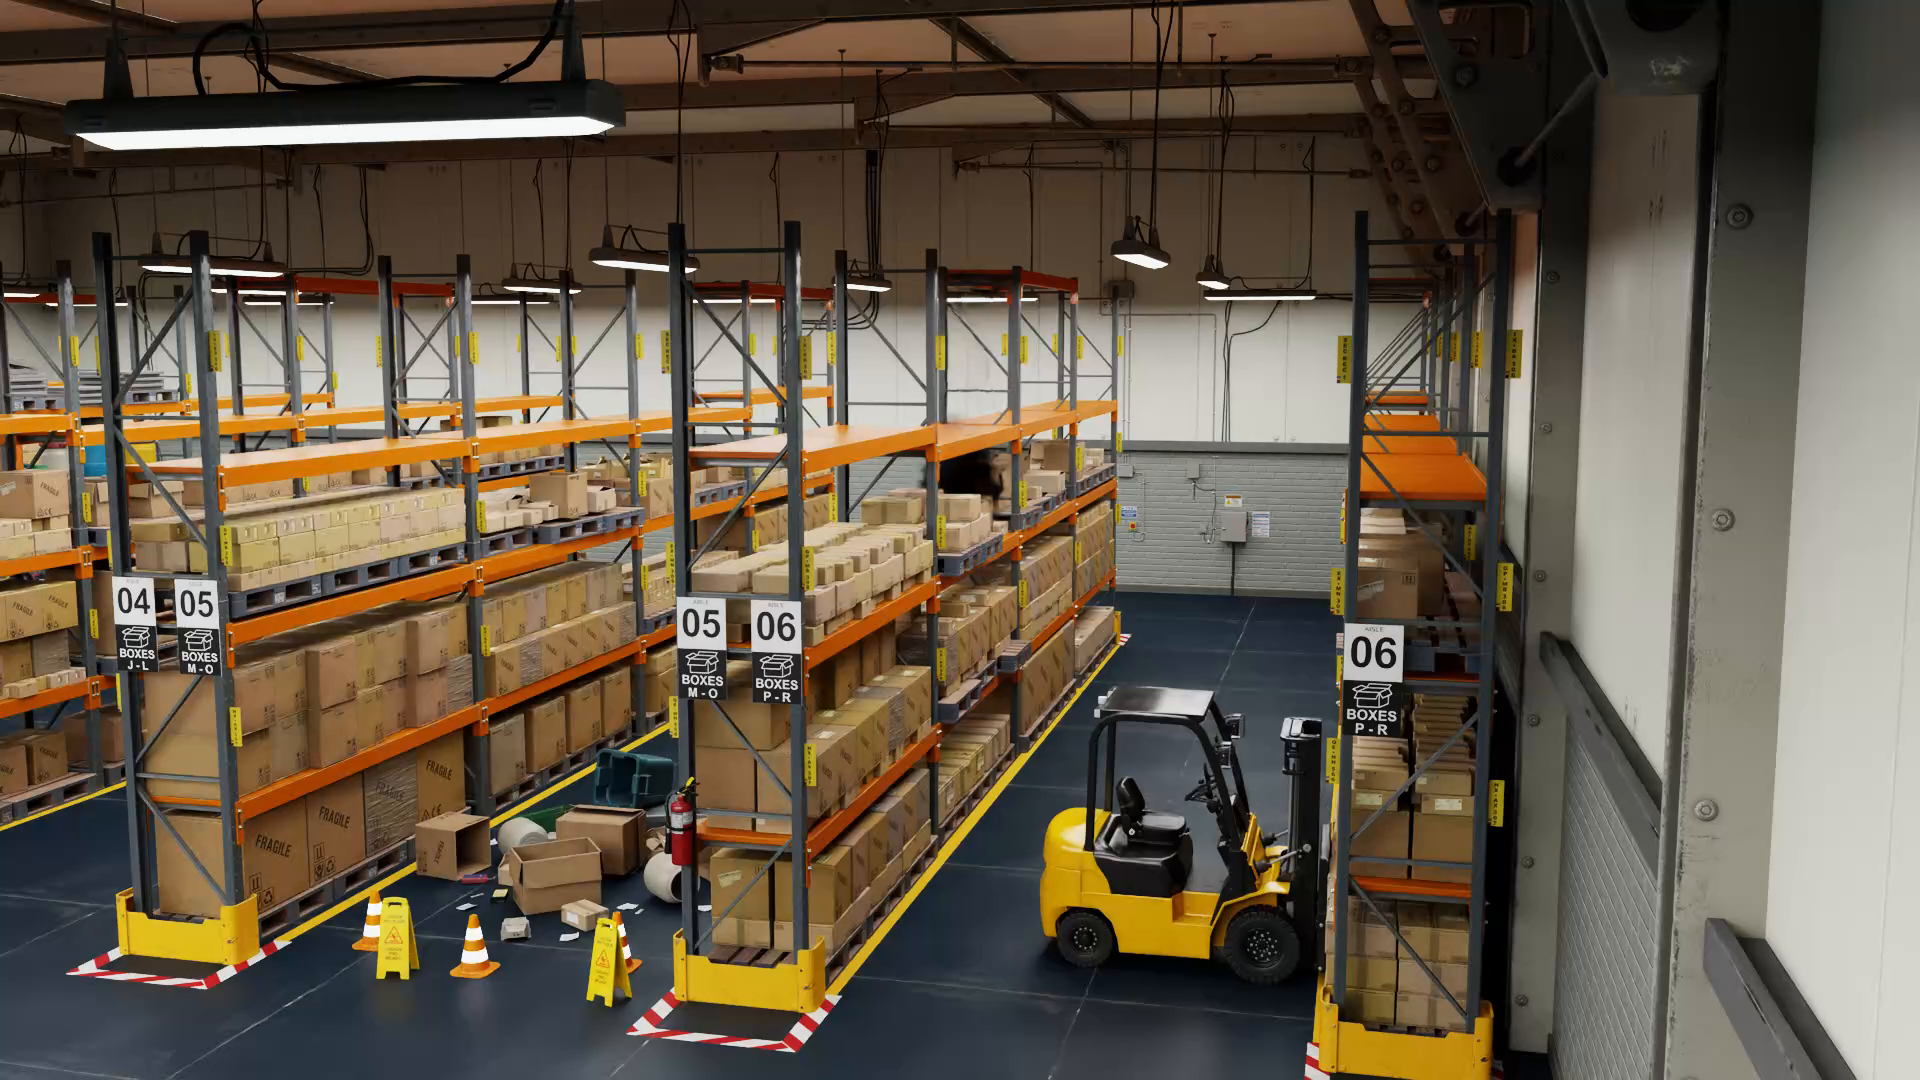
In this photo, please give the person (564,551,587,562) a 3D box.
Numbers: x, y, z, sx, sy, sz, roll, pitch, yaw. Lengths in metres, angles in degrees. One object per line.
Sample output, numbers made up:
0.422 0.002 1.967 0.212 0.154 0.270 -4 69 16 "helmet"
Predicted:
-7.437 0.447 31.744 0.569 1.714 0.710 3 7 21 "person"
